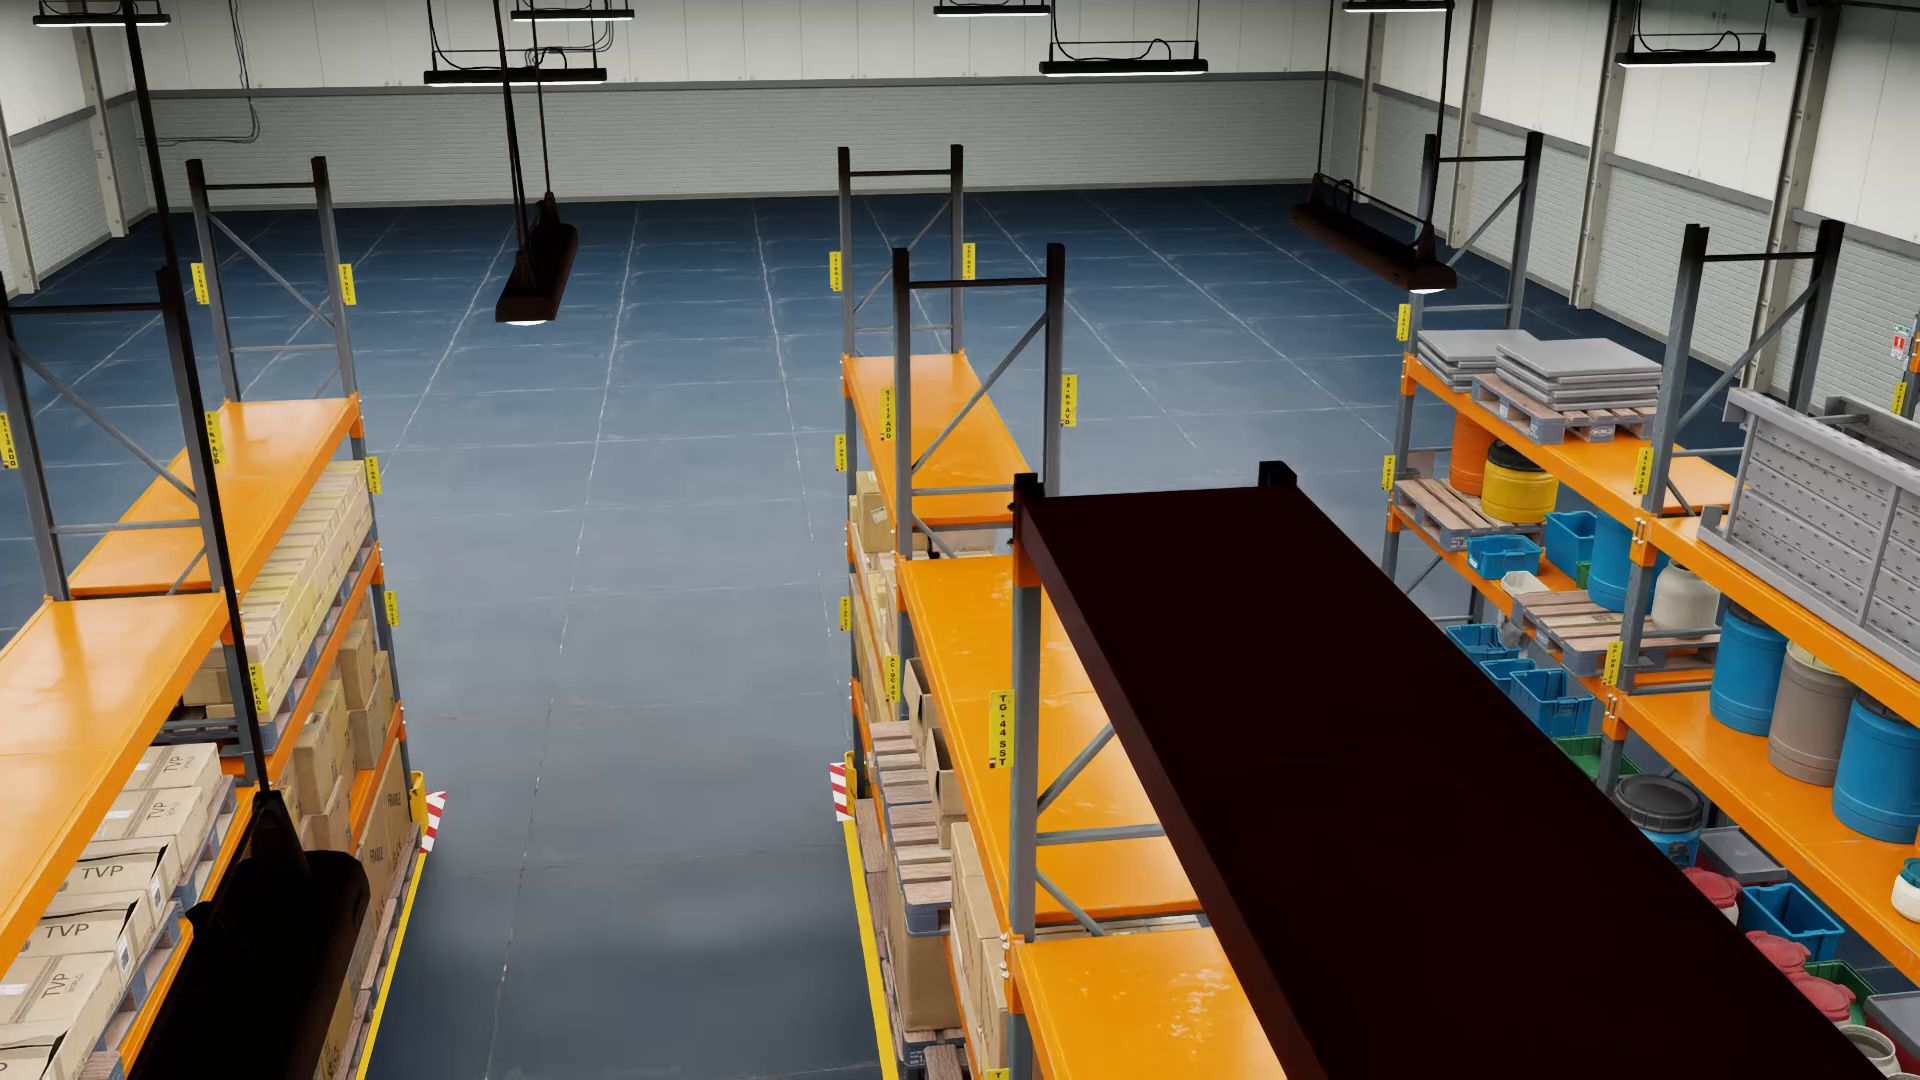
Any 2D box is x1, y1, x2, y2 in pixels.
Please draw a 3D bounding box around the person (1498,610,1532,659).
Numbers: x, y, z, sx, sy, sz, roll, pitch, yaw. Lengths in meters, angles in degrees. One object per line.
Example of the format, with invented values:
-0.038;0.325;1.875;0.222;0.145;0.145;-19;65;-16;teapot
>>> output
5.865;0.876;17.219;0.583;1.659;0.549;-5;22;-12;person
